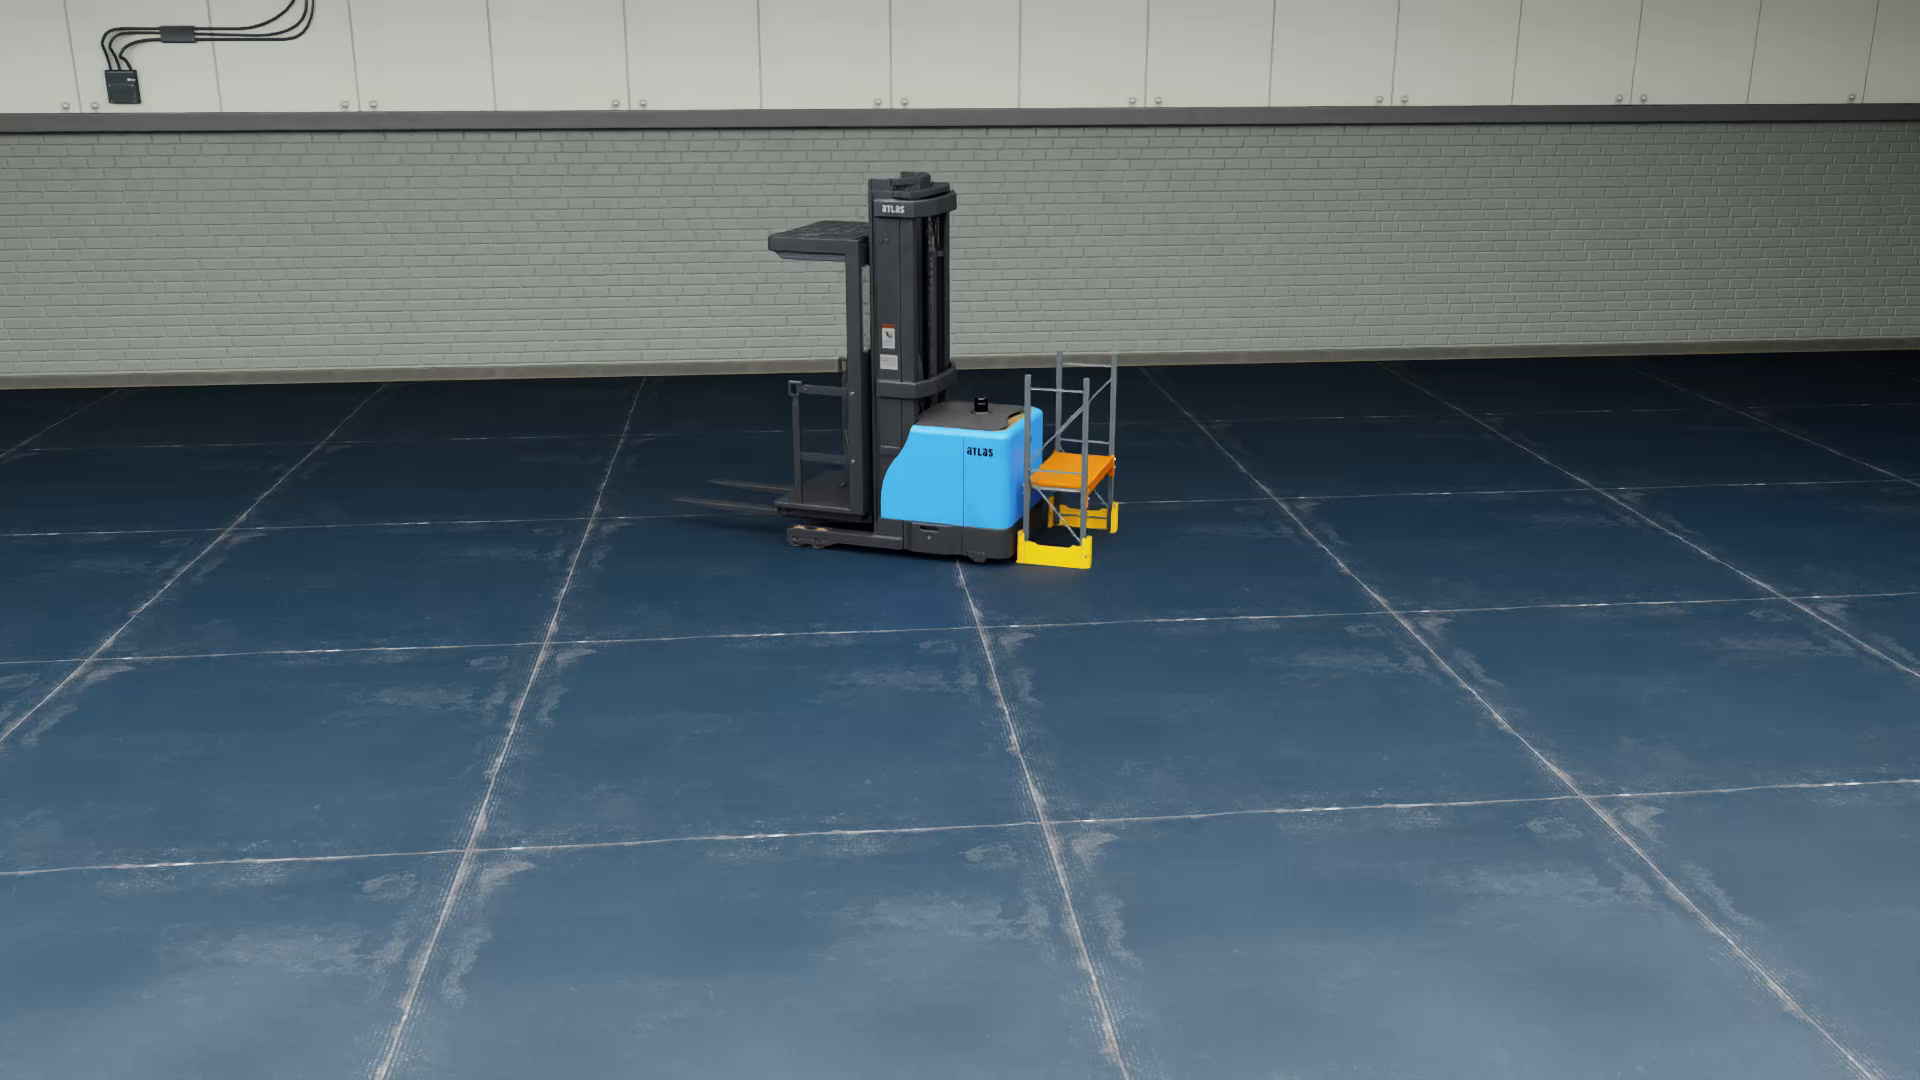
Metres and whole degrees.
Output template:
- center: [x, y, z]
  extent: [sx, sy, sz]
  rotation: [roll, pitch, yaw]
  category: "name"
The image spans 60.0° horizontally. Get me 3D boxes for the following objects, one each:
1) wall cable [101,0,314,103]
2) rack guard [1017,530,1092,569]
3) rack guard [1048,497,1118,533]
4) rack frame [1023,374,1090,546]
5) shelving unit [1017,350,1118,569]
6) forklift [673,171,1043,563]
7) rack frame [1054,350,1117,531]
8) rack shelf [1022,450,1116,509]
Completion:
- center: [-8.248, -7.729, 17.596]
  extent: [2.305, 6.003, 0.169]
  rotation: [-2, 18, -6]
  category: "wall cable"
- center: [0.738, 0.074, 13.024]
  extent: [0.587, 0.250, 0.087]
  rotation: [5, 18, 16]
  category: "rack guard"
- center: [1.028, -0.212, 13.934]
  extent: [0.587, 0.250, 0.087]
  rotation: [5, 18, 16]
  category: "rack guard"
- center: [0.738, -0.522, 12.836]
  extent: [0.500, 1.500, 0.032]
  rotation: [5, 18, 16]
  category: "rack frame"
- center: [0.883, -0.665, 13.292]
  extent: [0.587, 1.500, 1.083]
  rotation: [5, 18, 16]
  category: "shelving unit"
- center: [-0.885, -1.469, 13.464]
  extent: [3.031, 2.935, 1.130]
  rotation: [6, 18, 18]
  category: "forklift"
- center: [1.034, -0.813, 13.764]
  extent: [0.500, 1.500, 0.032]
  rotation: [5, 18, 16]
  category: "rack frame"
- center: [0.886, -0.496, 13.354]
  extent: [0.538, 0.185, 1.000]
  rotation: [5, 18, 16]
  category: "rack shelf"
